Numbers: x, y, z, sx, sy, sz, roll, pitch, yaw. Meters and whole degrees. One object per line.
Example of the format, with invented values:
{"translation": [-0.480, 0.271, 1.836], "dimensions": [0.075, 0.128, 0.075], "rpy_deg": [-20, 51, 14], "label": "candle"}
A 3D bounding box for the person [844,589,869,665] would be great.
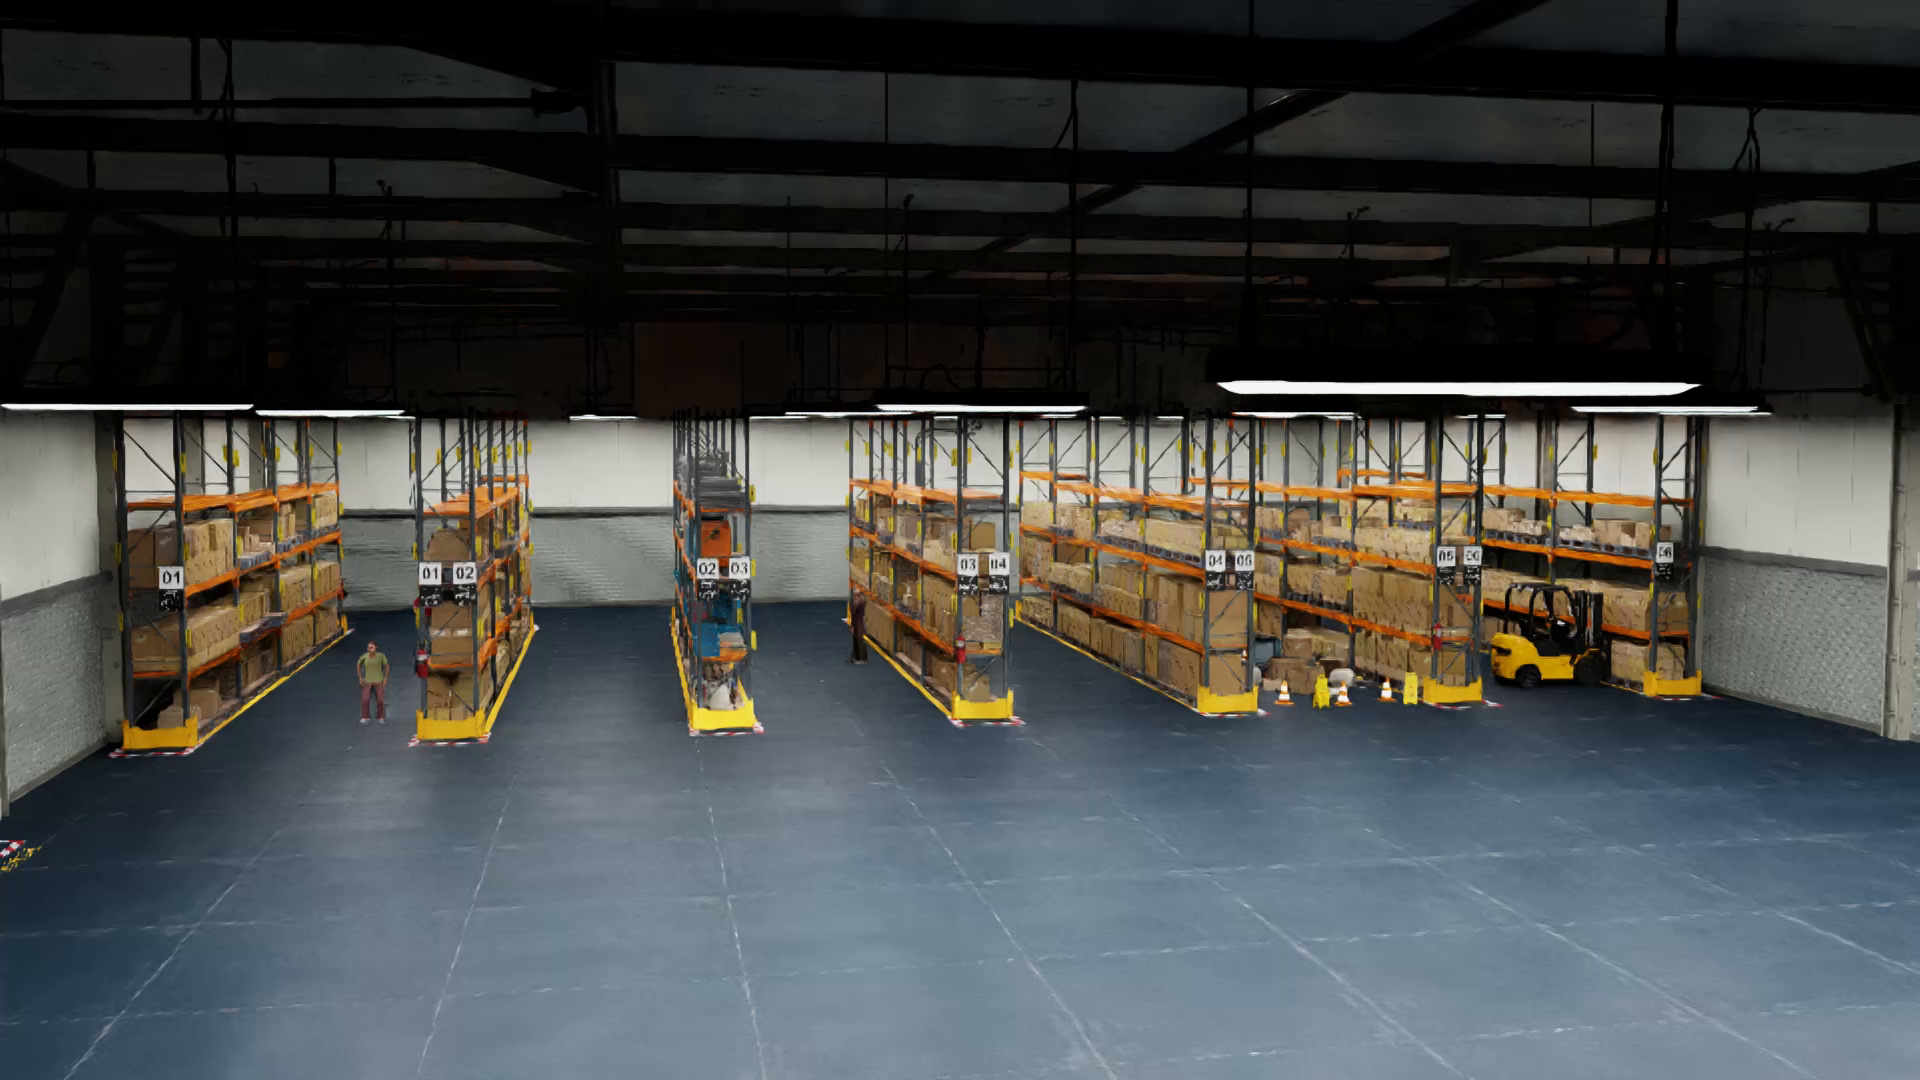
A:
{"translation": [-2.456, 2.028, 39.250], "dimensions": [0.651, 1.773, 0.678], "rpy_deg": [1, 4, 8], "label": "person"}

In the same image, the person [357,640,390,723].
{"translation": [-11.118, 2.680, 31.516], "dimensions": [0.598, 1.619, 0.507], "rpy_deg": [-1, 4, -11], "label": "person"}

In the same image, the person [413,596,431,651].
{"translation": [-13.258, 1.947, 41.414], "dimensions": [0.682, 1.676, 0.529], "rpy_deg": [-1, 4, -13], "label": "person"}
